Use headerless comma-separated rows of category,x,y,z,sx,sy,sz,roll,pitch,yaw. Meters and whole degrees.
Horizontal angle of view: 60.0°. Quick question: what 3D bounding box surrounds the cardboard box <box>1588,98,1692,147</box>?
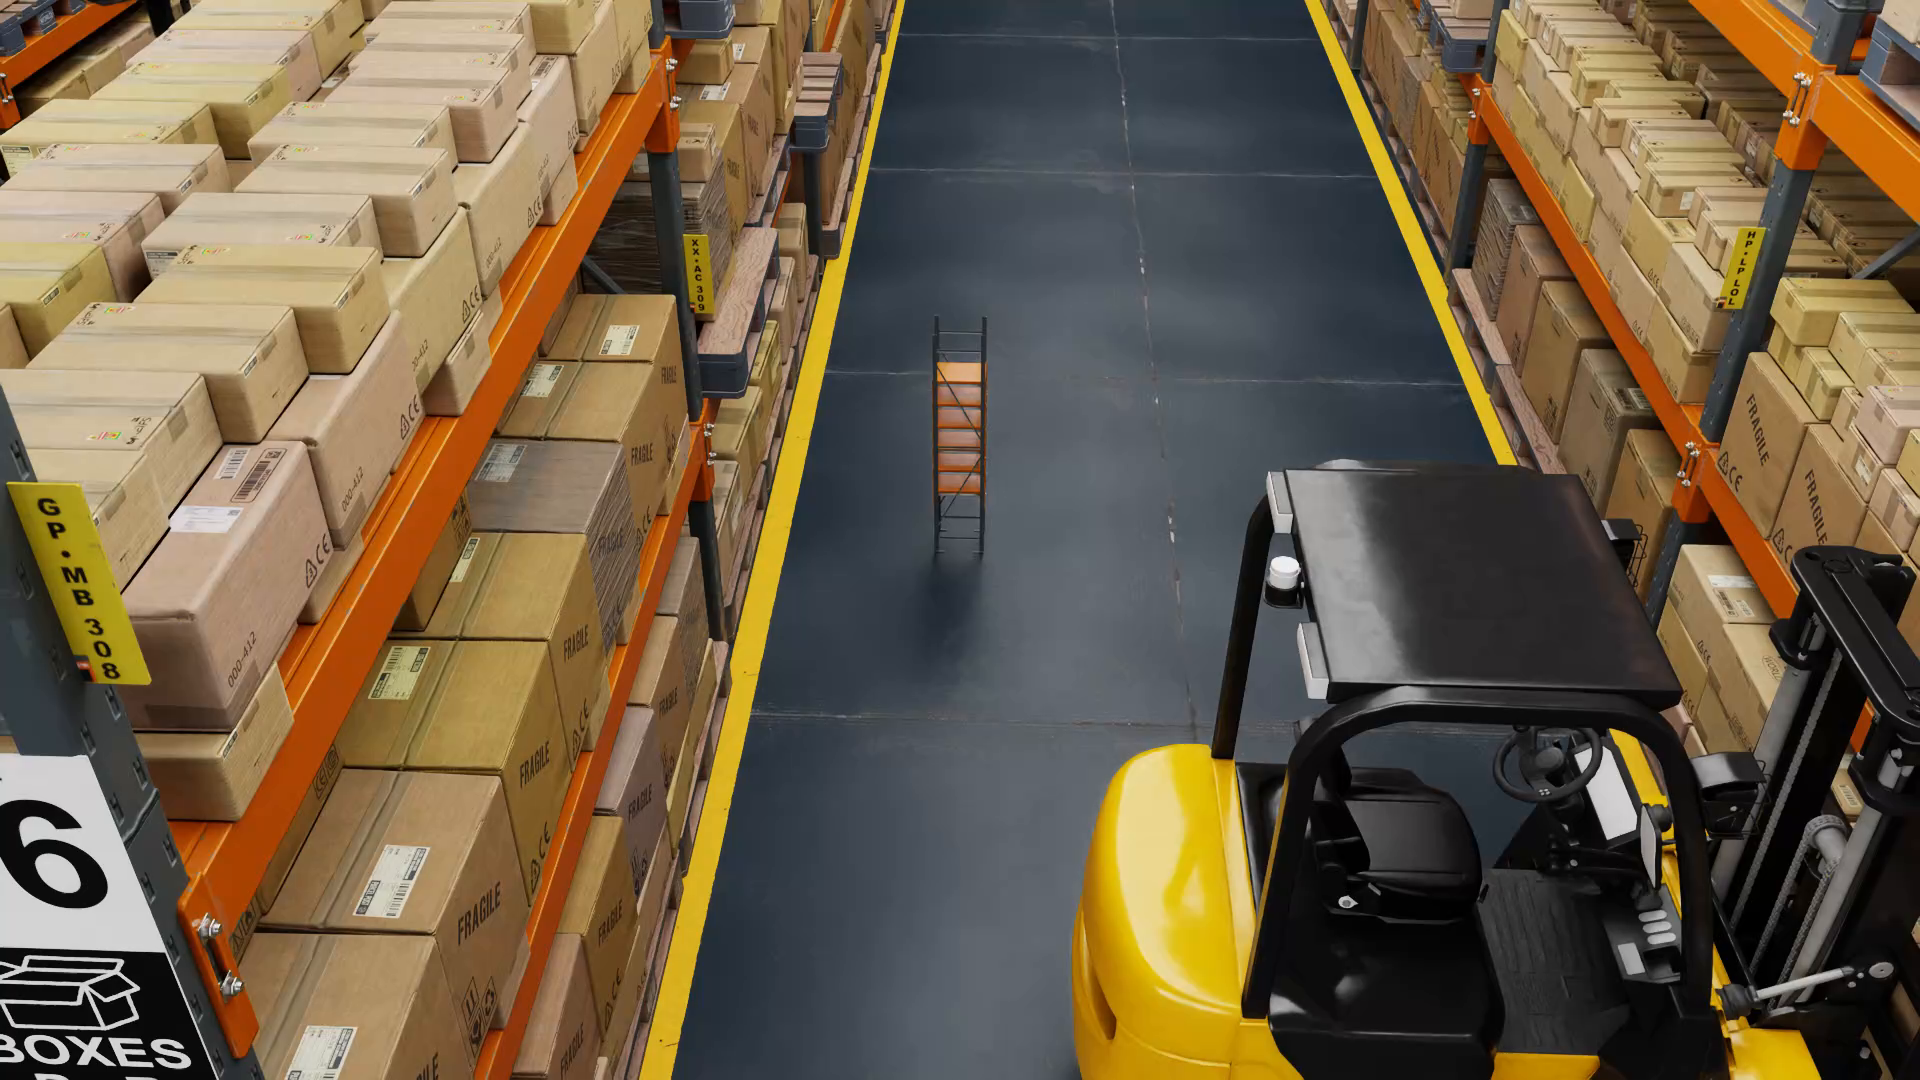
cardboard box,3.169,-1.948,7.761,0.380,0.149,0.250,0,35,1

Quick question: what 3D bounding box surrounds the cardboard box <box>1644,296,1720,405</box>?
cardboard box,3.181,-0.785,6.889,0.500,0.250,0.500,2,35,3

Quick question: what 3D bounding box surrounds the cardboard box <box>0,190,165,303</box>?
cardboard box,-1.860,-0.596,3.406,0.380,0.149,0.250,1,35,2

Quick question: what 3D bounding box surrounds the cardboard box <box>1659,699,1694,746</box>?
cardboard box,3.072,0.672,6.711,0.500,0.250,0.500,2,35,2

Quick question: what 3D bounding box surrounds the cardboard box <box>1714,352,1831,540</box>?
cardboard box,3.143,-0.343,6.042,0.500,0.500,0.500,0,35,1

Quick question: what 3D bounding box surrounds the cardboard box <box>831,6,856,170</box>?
cardboard box,-1.226,-3.171,11.636,0.875,0.875,0.875,2,35,2

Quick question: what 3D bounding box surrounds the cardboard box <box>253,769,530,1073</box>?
cardboard box,-1.385,0.909,4.003,0.500,0.500,0.500,2,35,3

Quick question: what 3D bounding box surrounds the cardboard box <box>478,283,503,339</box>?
cardboard box,-1.343,-0.568,4.059,0.380,0.149,0.250,0,35,1

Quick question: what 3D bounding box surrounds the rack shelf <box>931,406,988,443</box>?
rack shelf,-0.001,-0.544,7.850,0.258,0.103,0.180,1,35,2

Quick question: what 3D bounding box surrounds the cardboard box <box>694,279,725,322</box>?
cardboard box,-1.200,-1.043,6.978,0.380,0.149,0.250,2,35,3

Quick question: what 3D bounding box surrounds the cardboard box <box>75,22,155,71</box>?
cardboard box,-6.005,-3.440,11.692,0.500,0.250,0.500,2,35,2

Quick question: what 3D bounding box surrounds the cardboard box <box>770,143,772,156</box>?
cardboard box,-1.138,-1.945,8.262,0.380,0.149,0.250,0,35,0

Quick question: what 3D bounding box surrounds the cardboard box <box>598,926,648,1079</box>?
cardboard box,-1.352,1.524,5.499,0.500,0.250,0.500,4,35,5

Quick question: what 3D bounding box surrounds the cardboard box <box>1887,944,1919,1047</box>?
cardboard box,2.993,1.436,4.755,0.500,0.250,0.500,2,35,2

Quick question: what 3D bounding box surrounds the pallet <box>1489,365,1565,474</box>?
pallet,3.459,-0.537,8.831,1.003,0.211,1.213,1,35,2

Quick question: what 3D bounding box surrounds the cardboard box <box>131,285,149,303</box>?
cardboard box,-1.910,-0.540,3.673,0.500,0.250,0.500,2,35,3

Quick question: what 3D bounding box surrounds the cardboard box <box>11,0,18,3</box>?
cardboard box,-6.097,-3.493,10.465,0.380,0.149,0.250,3,35,4

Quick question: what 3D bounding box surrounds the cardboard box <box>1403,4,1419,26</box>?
cardboard box,3.533,-3.895,12.429,0.380,0.149,0.250,1,35,1

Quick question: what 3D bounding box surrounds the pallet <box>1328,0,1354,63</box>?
pallet,3.772,-4.401,14.328,1.003,0.211,1.213,1,35,2

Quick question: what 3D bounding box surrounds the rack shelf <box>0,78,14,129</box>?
rack shelf,-6.407,-1.574,8.507,1.077,0.370,4.000,1,35,2

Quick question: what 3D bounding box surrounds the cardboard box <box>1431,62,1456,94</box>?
cardboard box,3.450,-3.155,11.375,0.380,0.149,0.250,1,35,1

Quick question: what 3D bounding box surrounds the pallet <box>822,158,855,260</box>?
pallet,-1.270,-2.272,11.299,1.003,0.211,1.213,1,35,2

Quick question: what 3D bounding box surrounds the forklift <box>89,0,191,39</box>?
forklift,-4.107,-2.136,8.741,3.031,2.935,1.130,-30,45,-35

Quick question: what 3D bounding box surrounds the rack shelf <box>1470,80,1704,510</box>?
rack shelf,3.502,-1.406,8.267,1.077,0.370,4.000,1,35,2

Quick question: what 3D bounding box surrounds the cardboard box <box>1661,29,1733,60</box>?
cardboard box,3.862,-2.521,8.577,0.380,0.149,0.250,1,35,1

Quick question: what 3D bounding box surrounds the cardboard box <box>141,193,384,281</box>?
cardboard box,-1.416,-0.590,3.397,0.380,0.149,0.250,1,35,2

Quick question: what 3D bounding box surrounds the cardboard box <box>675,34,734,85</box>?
cardboard box,-1.225,-2.152,7.428,0.380,0.149,0.250,3,35,5

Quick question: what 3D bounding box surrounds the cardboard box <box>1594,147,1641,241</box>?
cardboard box,3.226,-1.571,7.573,0.500,0.250,0.500,2,35,3

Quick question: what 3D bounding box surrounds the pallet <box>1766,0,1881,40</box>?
pallet,3.445,-2.207,6.339,0.805,0.209,1.217,0,35,0

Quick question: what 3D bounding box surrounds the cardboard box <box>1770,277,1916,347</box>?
cardboard box,3.113,-0.803,5.874,0.380,0.149,0.250,2,35,3

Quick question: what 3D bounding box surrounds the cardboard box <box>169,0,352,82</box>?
cardboard box,-1.874,-1.345,4.472,0.380,0.149,0.250,0,35,0

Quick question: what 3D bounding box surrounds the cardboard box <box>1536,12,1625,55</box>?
cardboard box,3.282,-2.677,8.800,0.380,0.149,0.250,2,35,3

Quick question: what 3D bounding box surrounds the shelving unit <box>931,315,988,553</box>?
shelving unit,-0.001,-0.483,7.893,0.258,1.200,0.189,1,35,2

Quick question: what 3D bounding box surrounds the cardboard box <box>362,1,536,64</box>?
cardboard box,-1.359,-1.328,4.447,0.380,0.149,0.250,1,35,1

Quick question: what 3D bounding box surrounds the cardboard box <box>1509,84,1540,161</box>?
cardboard box,3.296,-2.250,8.973,0.500,0.250,0.500,1,35,1

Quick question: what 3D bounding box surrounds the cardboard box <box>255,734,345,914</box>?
cardboard box,-1.868,0.474,3.752,0.700,0.500,0.500,2,35,2

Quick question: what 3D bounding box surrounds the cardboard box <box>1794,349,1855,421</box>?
cardboard box,3.138,-0.531,5.746,0.380,0.149,0.250,2,35,3

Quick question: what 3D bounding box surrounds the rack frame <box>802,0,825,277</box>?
rack frame,-1.377,-2.962,9.855,1.000,3.000,0.127,1,35,2

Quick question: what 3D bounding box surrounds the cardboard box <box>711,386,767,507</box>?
cardboard box,-1.494,-0.475,8.237,0.950,0.372,0.625,3,35,5

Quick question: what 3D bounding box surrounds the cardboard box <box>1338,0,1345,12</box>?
cardboard box,3.487,-4.732,14.388,0.396,0.266,0.258,3,35,4

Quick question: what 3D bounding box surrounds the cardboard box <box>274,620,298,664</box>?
cardboard box,-1.439,0.174,3.003,0.380,0.149,0.250,0,35,0

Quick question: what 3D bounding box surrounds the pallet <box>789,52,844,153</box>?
pallet,-1.299,-2.471,9.324,1.213,0.211,1.003,1,35,2

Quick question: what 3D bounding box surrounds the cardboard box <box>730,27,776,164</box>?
cardboard box,-1.169,-2.128,7.958,0.500,0.500,0.500,0,35,0

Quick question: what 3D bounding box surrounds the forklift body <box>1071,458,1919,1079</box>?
forklift body,1.515,0.963,5.009,2.313,2.155,1.214,1,35,2

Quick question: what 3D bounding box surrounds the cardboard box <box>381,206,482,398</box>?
cardboard box,-1.386,-0.522,3.647,0.500,0.250,0.500,2,35,3

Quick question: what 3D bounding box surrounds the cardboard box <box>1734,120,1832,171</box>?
cardboard box,3.755,-1.785,7.531,0.380,0.149,0.250,1,35,2

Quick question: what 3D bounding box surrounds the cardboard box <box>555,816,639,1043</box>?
cardboard box,-1.344,1.222,5.277,0.500,0.500,0.500,2,35,3

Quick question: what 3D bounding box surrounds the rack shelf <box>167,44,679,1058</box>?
rack shelf,-1.618,-0.447,4.295,1.077,0.370,4.000,1,35,2

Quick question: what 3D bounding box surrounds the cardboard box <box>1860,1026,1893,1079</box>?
cardboard box,2.999,1.624,4.922,0.500,0.250,0.500,1,35,1

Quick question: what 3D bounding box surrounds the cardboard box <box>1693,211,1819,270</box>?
cardboard box,3.206,-1.207,6.708,0.380,0.149,0.250,1,35,1

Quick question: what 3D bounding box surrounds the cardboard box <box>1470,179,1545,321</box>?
cardboard box,3.544,-1.691,9.748,0.875,0.625,0.625,2,35,3

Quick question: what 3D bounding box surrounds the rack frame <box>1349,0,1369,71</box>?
rack frame,3.743,-5.147,12.965,1.000,3.000,0.127,1,35,2

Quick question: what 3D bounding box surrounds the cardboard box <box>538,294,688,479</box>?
cardboard box,-1.307,-0.565,6.100,0.500,0.500,0.500,0,35,1

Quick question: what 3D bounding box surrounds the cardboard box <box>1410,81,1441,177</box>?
cardboard box,3.434,-2.834,11.483,0.500,0.500,0.500,3,35,4

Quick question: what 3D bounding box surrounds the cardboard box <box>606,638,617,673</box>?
cardboard box,-1.324,0.361,5.346,0.380,0.149,0.250,1,35,1

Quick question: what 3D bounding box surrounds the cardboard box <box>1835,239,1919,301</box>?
cardboard box,3.651,-1.054,6.490,0.380,0.149,0.250,1,35,1

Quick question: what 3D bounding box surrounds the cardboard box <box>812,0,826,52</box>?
cardboard box,-1.106,-3.176,10.290,0.500,0.250,0.500,1,35,1
